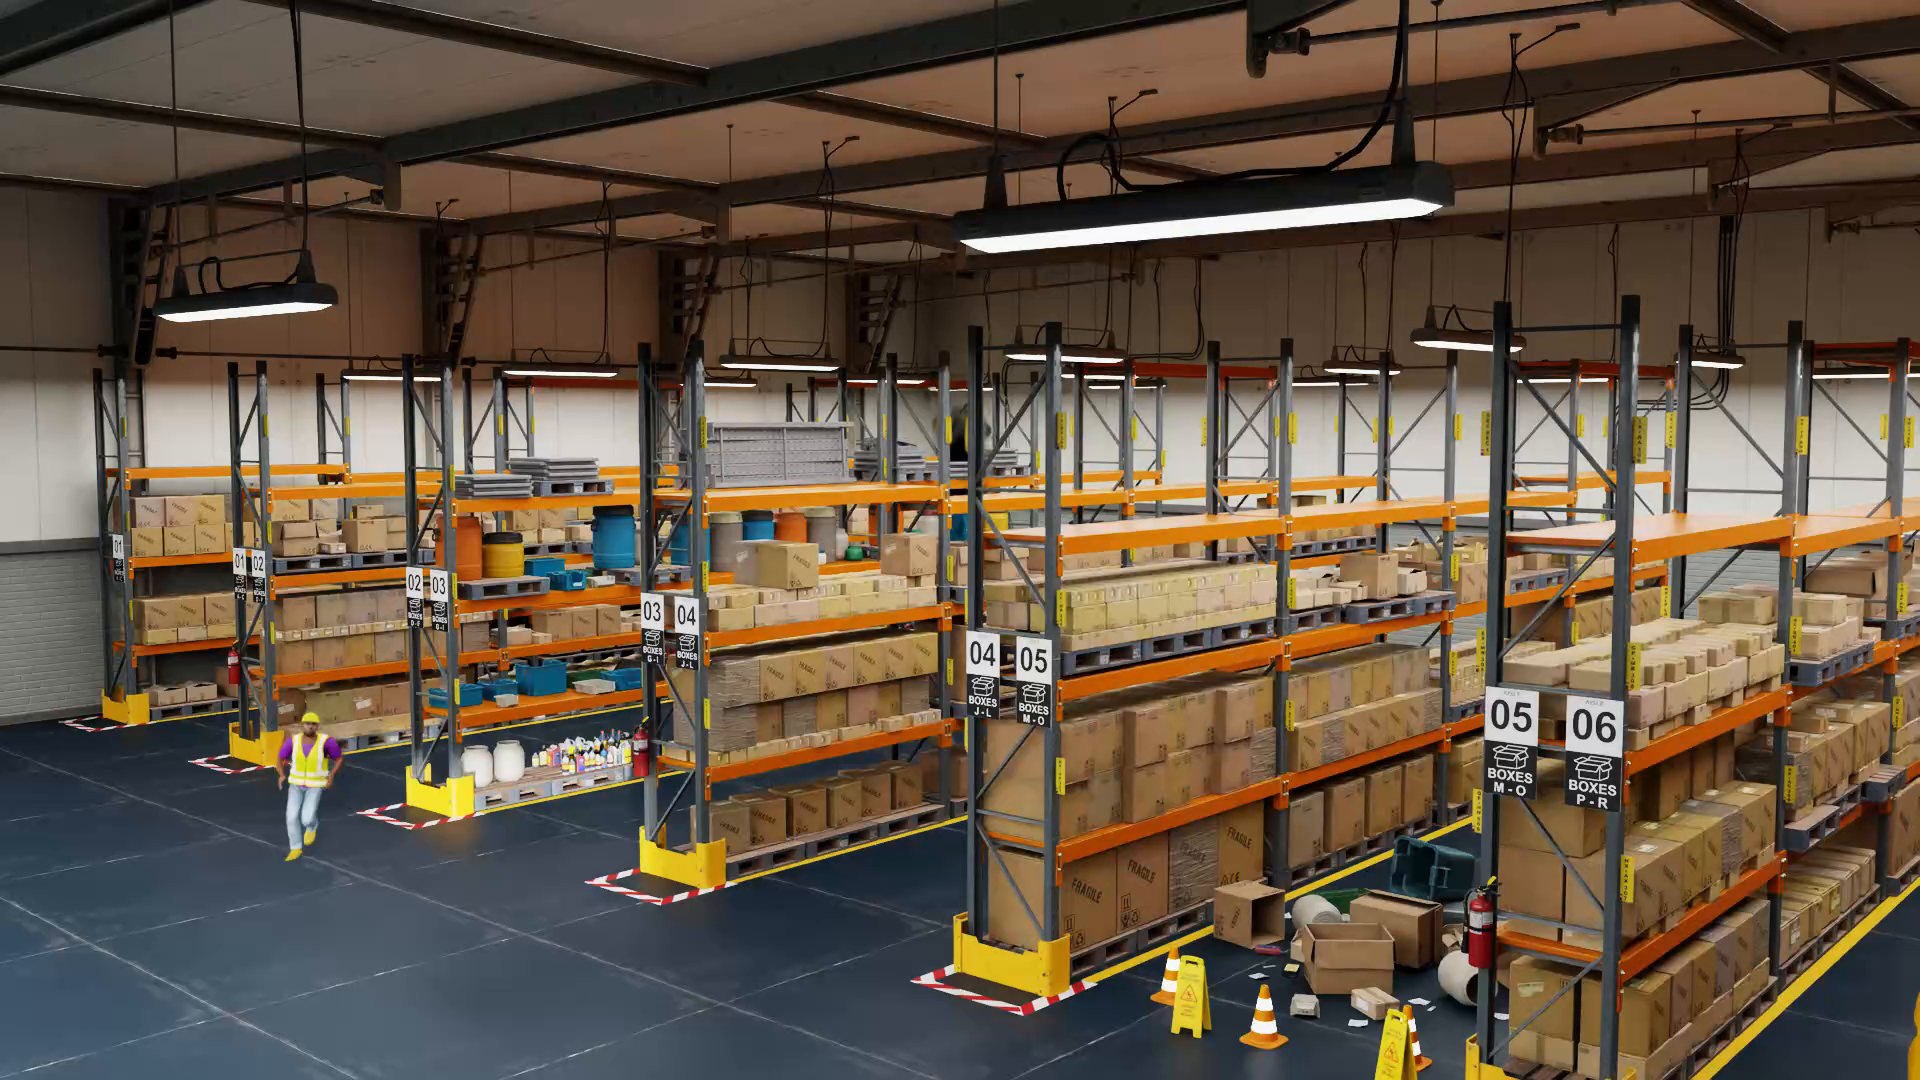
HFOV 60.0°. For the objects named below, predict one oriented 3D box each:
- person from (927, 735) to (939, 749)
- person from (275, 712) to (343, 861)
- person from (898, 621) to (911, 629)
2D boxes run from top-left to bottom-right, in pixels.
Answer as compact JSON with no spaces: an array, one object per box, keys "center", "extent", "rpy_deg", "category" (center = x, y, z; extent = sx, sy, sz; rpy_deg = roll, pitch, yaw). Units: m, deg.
[{"center":[-0.320,2.506,24.387],"extent":[0.719,1.765,0.730],"rpy_deg":[4,6,44],"category":"person"},{"center":[-7.688,2.881,19.633],"extent":[0.748,1.730,0.579],"rpy_deg":[-1,4,-8],"category":"person"},{"center":[-1.170,1.985,31.781],"extent":[0.644,1.670,0.591],"rpy_deg":[2,5,28],"category":"person"}]
